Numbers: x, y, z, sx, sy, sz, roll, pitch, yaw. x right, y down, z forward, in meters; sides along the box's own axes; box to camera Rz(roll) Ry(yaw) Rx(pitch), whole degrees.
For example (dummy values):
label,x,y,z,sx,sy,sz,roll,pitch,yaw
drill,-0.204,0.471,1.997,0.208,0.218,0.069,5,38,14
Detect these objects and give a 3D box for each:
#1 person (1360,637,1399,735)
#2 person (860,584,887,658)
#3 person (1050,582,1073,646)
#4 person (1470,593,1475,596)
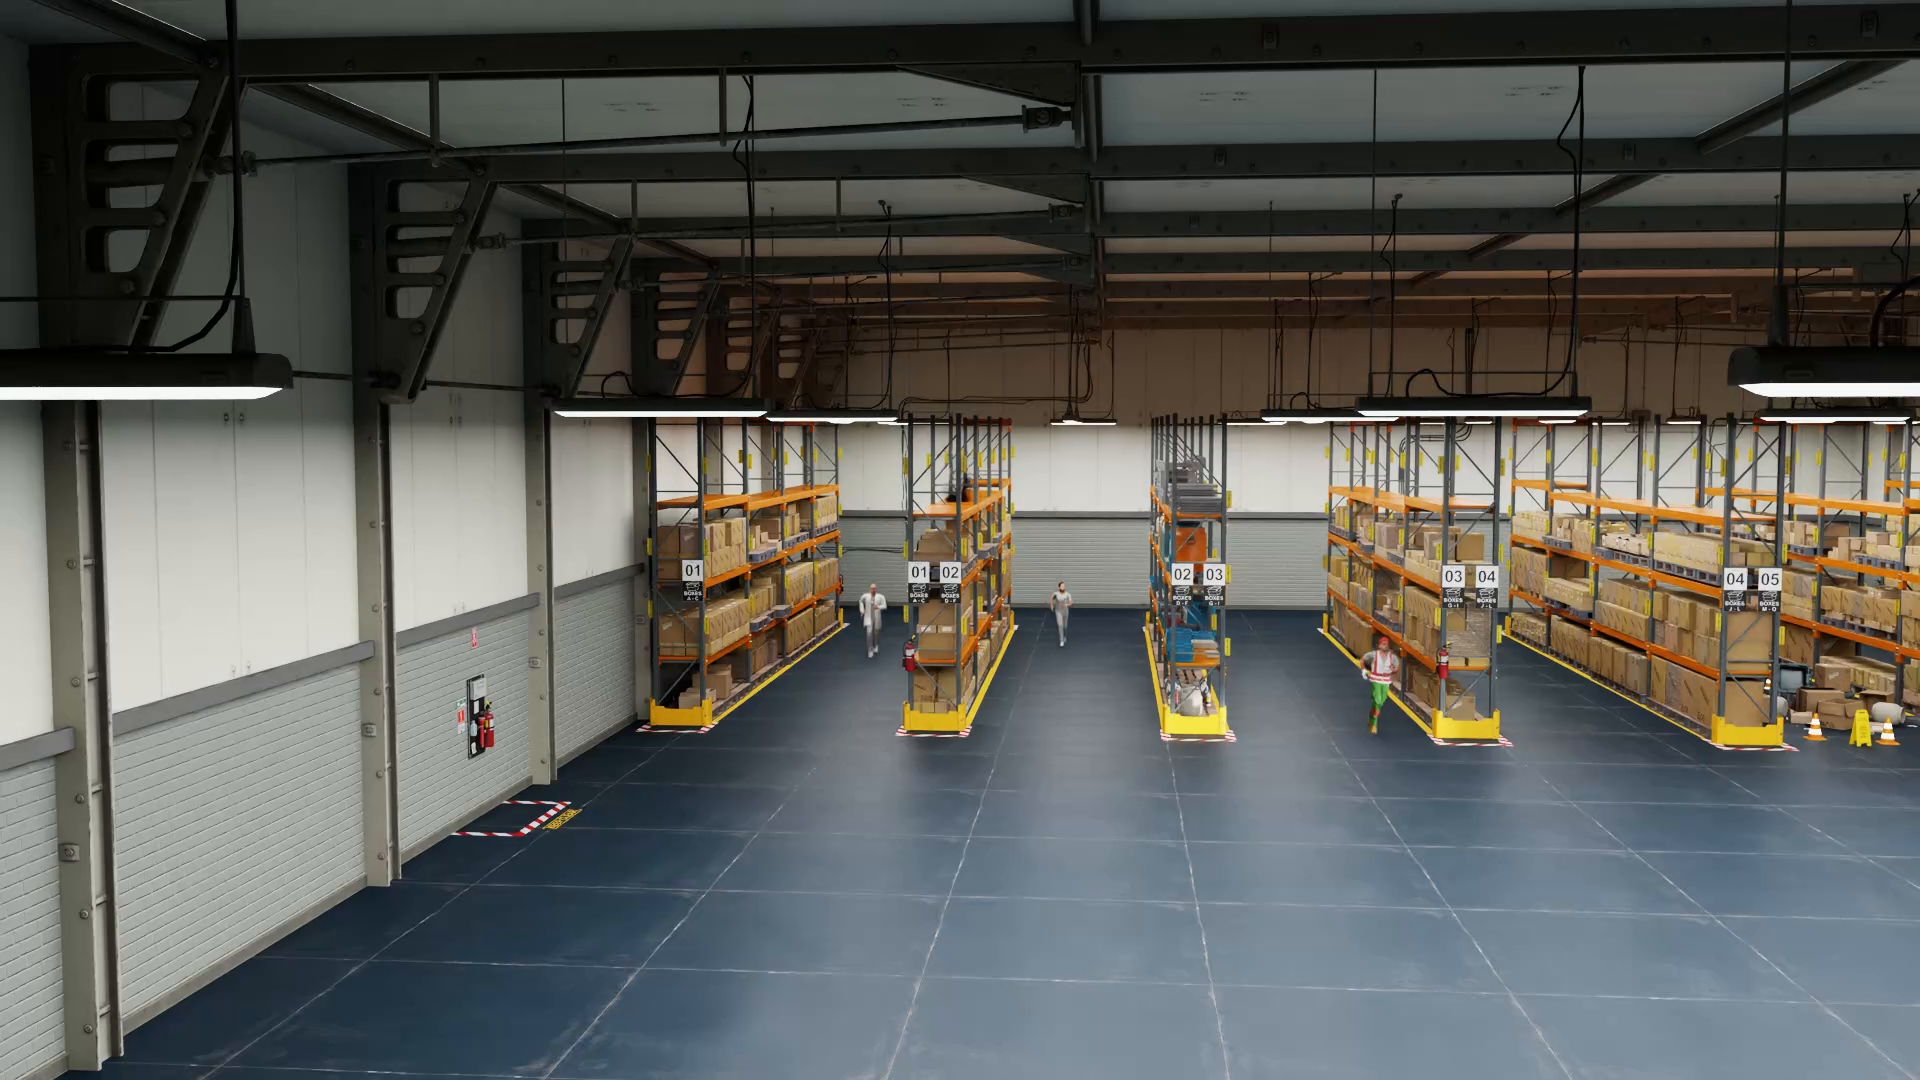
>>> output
label,x,y,z,sx,sy,sz,roll,pitch,yaw
person,7.945,2.730,31.435,0.672,1.817,0.741,0,4,-7
person,-2.179,2.047,41.778,0.666,1.800,0.937,0,4,-5
person,2.680,1.927,43.839,0.589,1.638,0.977,0,4,-2
person,13.875,1.761,46.159,0.777,1.733,0.586,4,5,43
